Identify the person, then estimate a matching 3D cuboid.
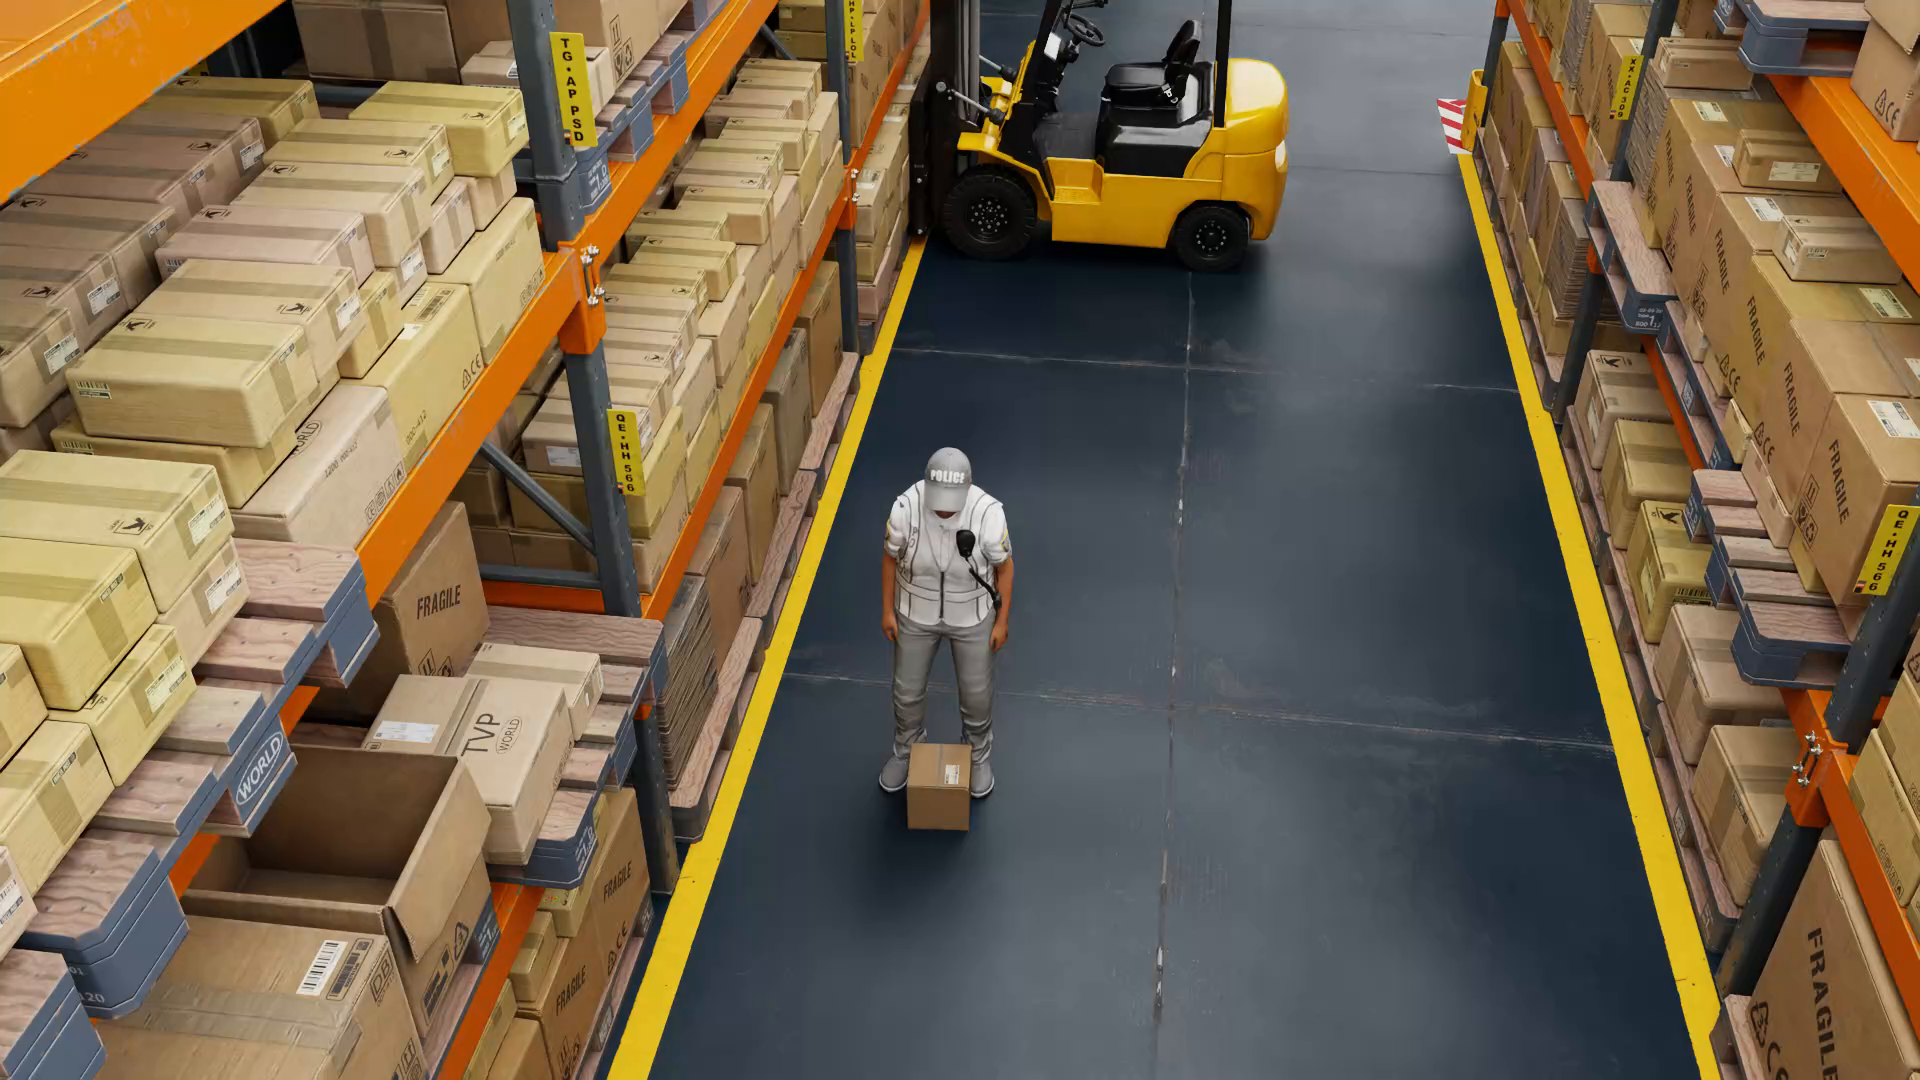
[{"bbox_3d":[-0.064,0.314,6.606,0.537,1.665,0.469,4,37,6],"label":"person"}]
